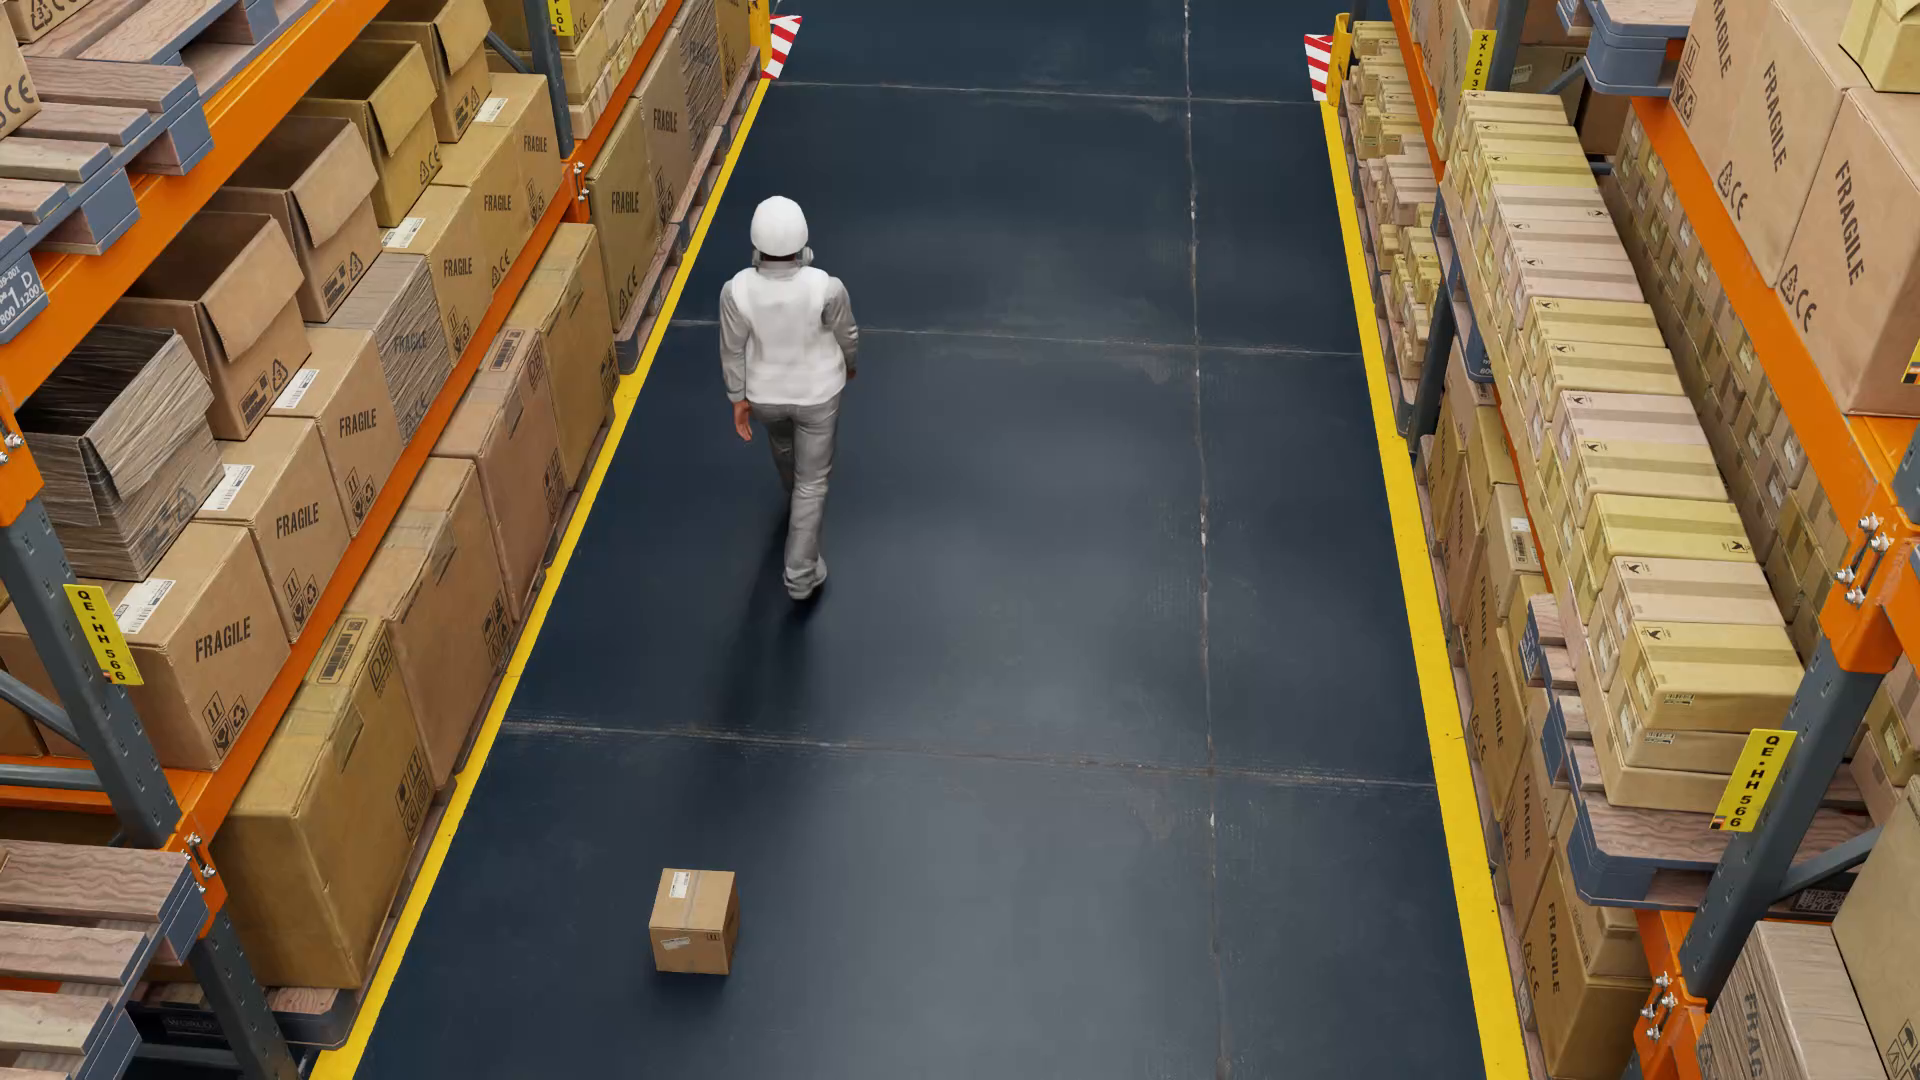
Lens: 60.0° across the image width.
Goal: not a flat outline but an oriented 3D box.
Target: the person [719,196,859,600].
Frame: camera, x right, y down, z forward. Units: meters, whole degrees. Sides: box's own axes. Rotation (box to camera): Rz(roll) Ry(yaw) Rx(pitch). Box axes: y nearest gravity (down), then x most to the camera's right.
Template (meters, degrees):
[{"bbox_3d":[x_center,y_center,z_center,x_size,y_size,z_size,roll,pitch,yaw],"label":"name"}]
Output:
[{"bbox_3d":[-0.676,-0.676,6.949,0.525,1.725,1.051,5,40,6],"label":"person"}]
